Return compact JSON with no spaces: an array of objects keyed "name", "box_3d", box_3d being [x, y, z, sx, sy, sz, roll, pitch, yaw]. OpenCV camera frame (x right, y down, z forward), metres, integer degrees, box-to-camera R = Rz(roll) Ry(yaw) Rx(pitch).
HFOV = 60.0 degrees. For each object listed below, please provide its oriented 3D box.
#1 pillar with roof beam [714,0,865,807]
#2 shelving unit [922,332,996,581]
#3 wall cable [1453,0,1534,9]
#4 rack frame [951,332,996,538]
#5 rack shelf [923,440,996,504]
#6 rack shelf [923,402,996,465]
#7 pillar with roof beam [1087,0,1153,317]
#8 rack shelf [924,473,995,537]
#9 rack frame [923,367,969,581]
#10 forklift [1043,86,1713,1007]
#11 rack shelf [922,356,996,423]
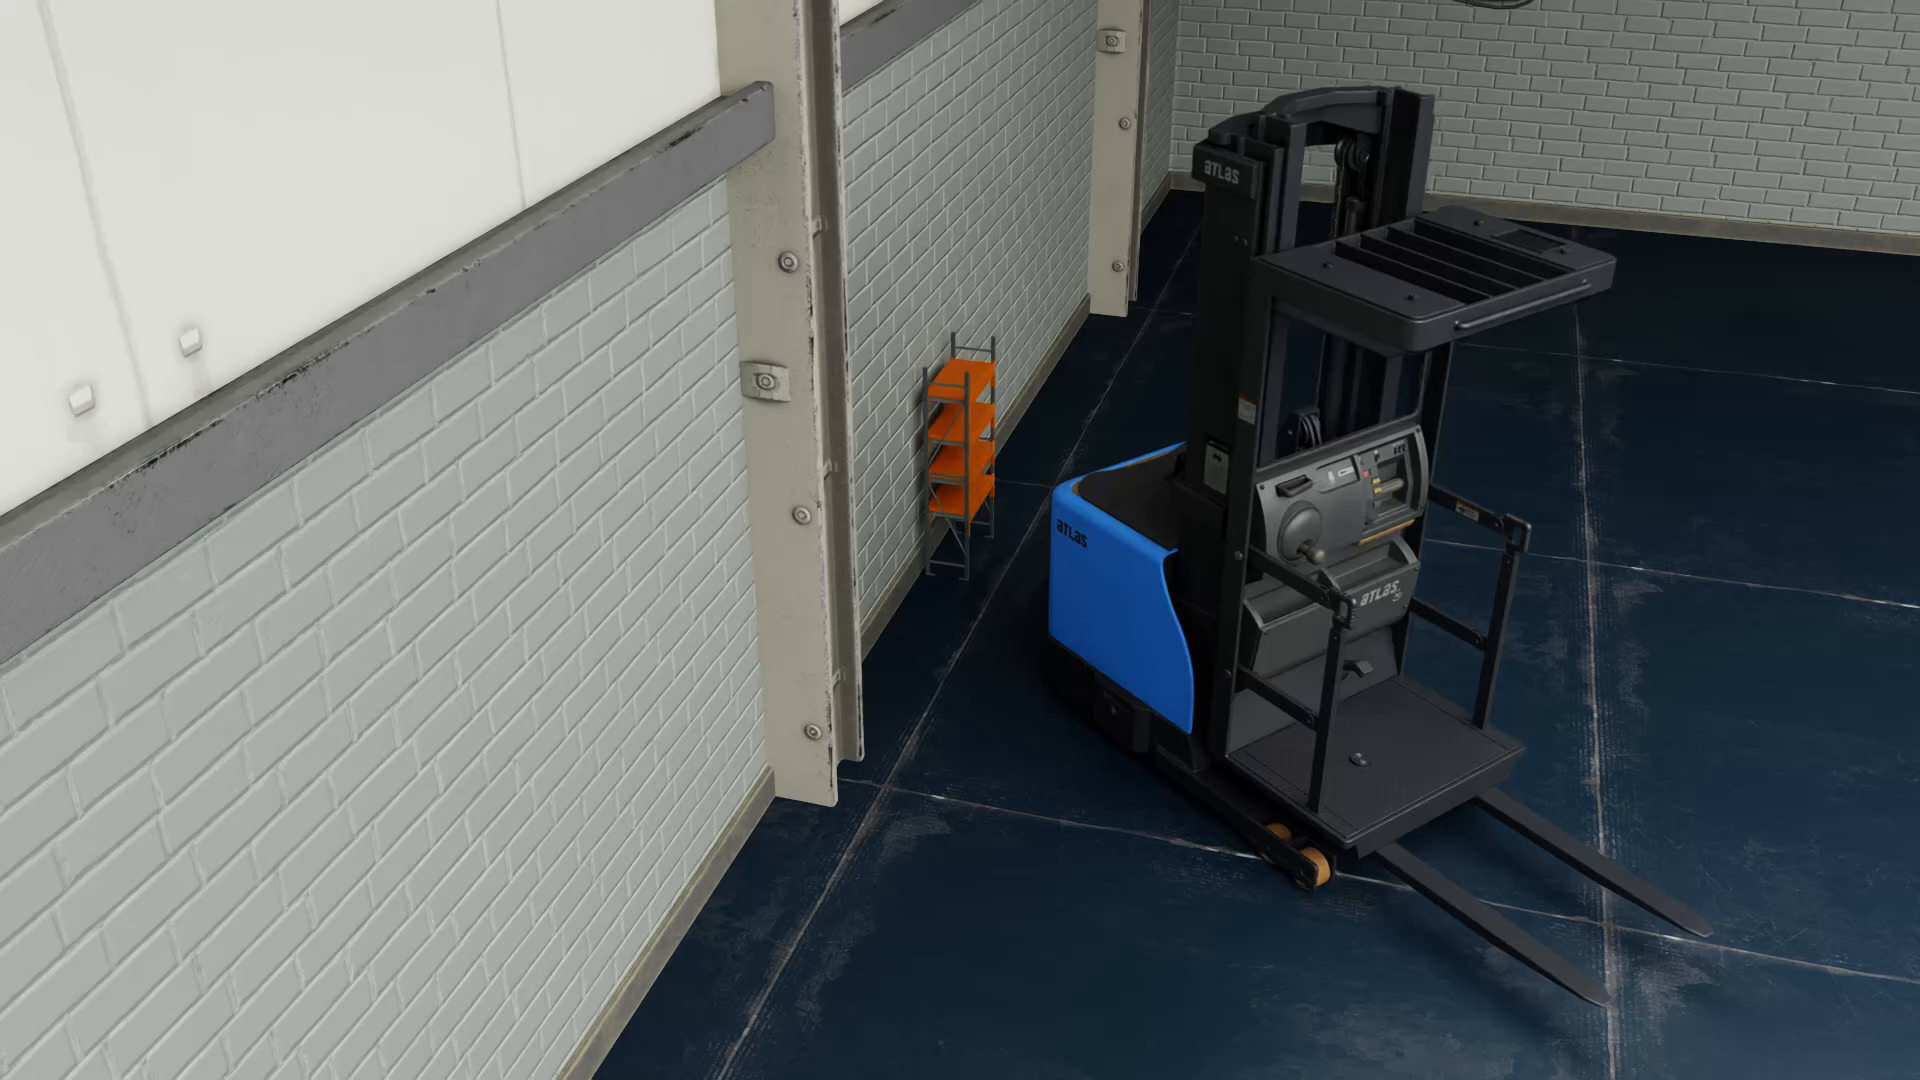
[{"name":"pillar with roof beam","box_3d":[3.481,-2.279,4.090,9.100,9.000,0.400,8,30,15]},{"name":"shelving unit","box_3d":[0.001,-0.439,8.805,0.258,1.200,0.503,8,30,15]},{"name":"wall cable","box_3d":[3.256,-5.505,13.084,3.097,2.526,0.112,8,30,15]},{"name":"rack frame","box_3d":[0.070,-0.553,9.009,0.240,1.200,0.015,8,30,15]},{"name":"rack shelf","box_3d":[0.001,-0.381,8.838,0.258,0.148,0.480,8,30,15]},{"name":"rack shelf","box_3d":[0.000,-0.576,8.729,0.258,0.148,0.480,8,30,15]},{"name":"pillar with roof beam","box_3d":[5.242,-5.067,9.103,9.100,9.000,0.400,8,30,15]},{"name":"rack shelf","box_3d":[0.001,-0.207,8.934,0.258,0.148,0.480,8,30,15]},{"name":"rack frame","box_3d":[-0.069,-0.326,8.601,0.240,1.200,0.015,8,30,15]},{"name":"forklift","box_3d":[1.658,-0.140,6.487,1.130,2.935,3.031,-19,34,-30]},{"name":"rack shelf","box_3d":[0.000,-0.783,8.614,0.258,0.148,0.480,8,30,15]}]
